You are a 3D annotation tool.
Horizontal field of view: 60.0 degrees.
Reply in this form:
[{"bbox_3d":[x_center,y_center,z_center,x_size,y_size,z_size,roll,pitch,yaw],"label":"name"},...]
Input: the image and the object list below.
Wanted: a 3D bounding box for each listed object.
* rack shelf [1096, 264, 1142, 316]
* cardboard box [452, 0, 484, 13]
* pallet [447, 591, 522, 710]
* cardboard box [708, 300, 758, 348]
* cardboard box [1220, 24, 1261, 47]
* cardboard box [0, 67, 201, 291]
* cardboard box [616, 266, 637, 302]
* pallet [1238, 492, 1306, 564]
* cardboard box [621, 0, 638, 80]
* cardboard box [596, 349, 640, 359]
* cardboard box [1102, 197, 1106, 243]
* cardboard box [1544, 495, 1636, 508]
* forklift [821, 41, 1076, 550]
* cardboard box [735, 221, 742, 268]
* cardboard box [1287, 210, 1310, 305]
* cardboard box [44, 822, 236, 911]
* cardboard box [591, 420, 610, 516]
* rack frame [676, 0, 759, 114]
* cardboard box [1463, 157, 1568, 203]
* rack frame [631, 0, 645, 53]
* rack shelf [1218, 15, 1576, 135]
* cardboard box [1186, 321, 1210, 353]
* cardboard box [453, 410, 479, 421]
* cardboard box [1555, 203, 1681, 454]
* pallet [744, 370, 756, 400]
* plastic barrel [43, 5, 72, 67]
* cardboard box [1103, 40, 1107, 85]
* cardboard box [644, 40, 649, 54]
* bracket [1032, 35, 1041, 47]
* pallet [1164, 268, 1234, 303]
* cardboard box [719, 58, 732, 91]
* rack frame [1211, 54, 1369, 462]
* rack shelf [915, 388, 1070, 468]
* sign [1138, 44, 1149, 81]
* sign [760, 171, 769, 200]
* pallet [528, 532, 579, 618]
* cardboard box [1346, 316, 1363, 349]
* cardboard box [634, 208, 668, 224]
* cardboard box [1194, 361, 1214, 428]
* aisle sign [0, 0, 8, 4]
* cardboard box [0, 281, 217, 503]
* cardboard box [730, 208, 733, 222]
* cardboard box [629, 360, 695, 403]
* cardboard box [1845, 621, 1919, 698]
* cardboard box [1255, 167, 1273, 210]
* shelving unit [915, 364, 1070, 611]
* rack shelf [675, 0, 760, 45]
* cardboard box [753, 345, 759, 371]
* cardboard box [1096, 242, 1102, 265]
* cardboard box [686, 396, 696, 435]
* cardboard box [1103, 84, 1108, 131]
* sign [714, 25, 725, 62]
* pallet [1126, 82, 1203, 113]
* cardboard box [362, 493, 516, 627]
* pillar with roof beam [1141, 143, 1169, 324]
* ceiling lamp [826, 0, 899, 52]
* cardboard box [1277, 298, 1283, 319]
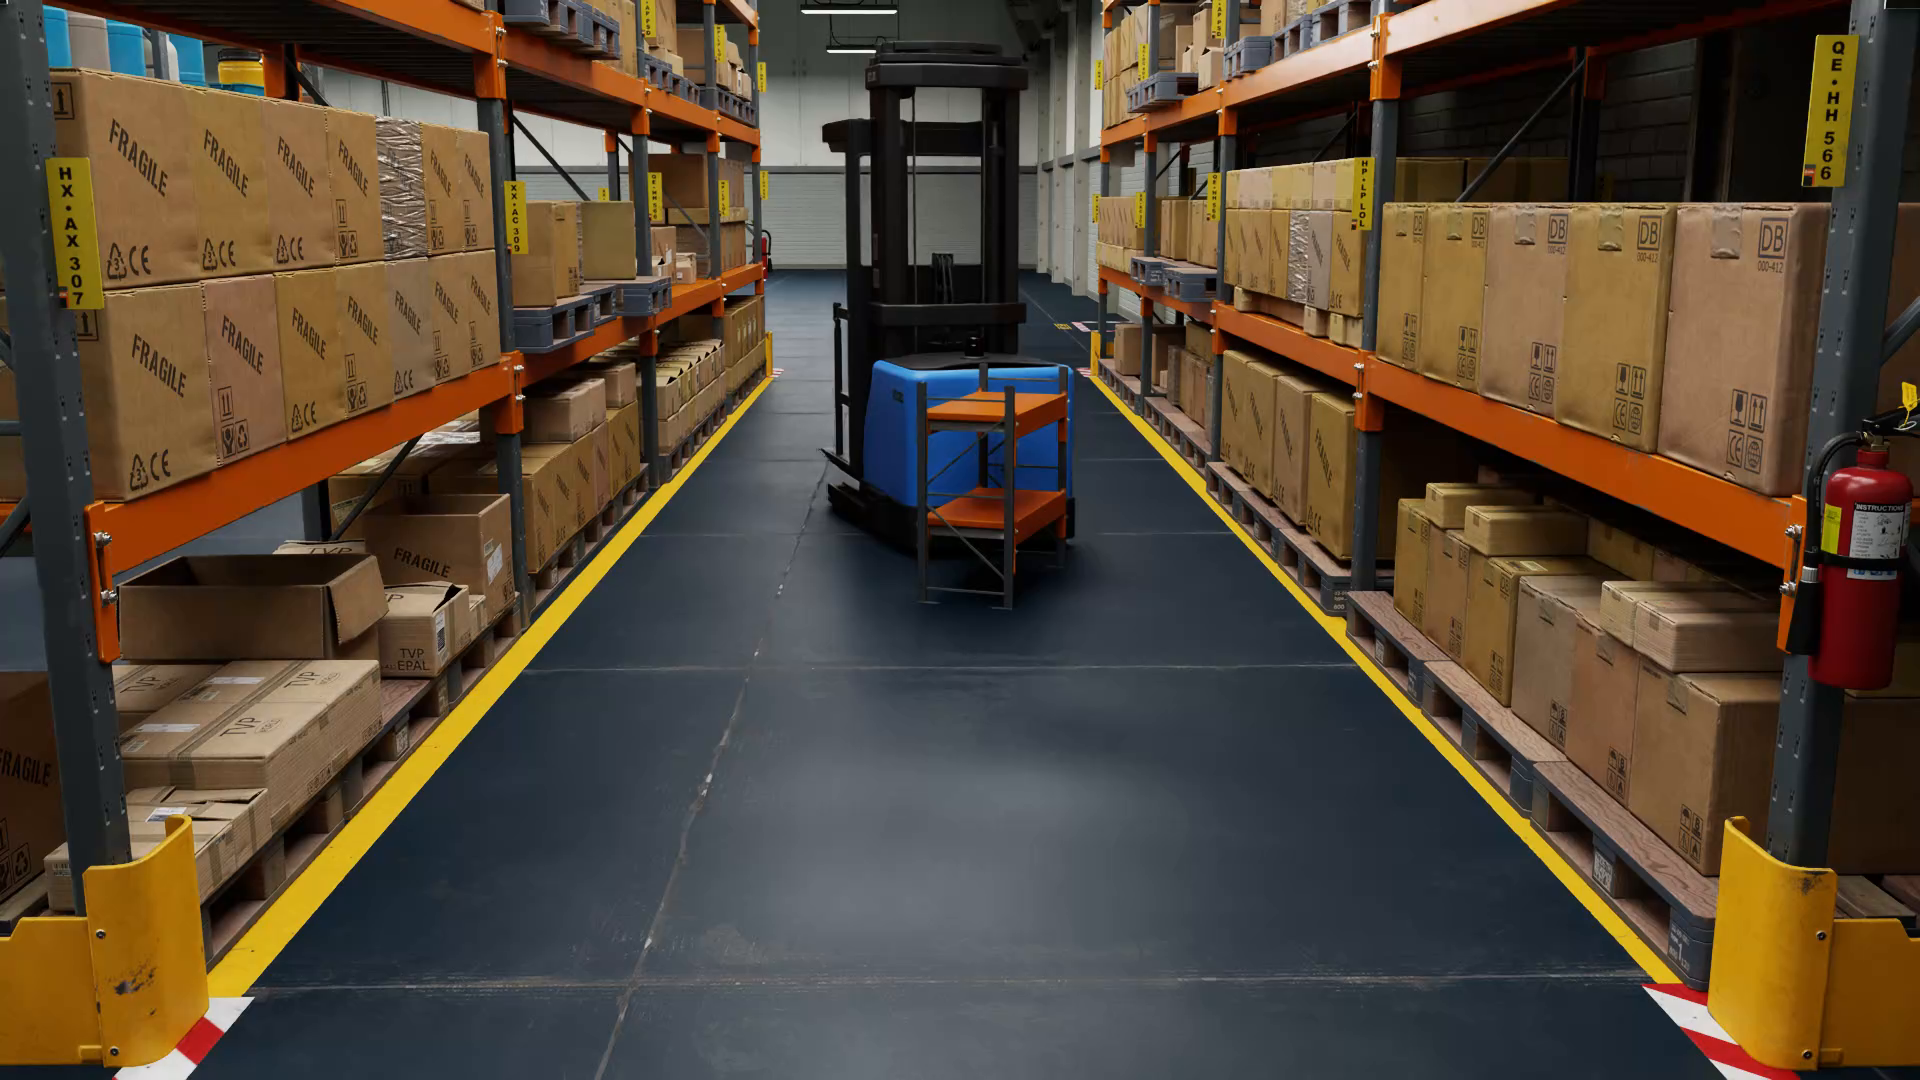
[{"bbox_3d":[2.182,-2.694,17.603,1.077,0.370,4.000,0,11,-1],"label":"rack shelf"},{"bbox_3d":[-2.288,-2.339,6.875,0.500,0.250,0.500,0,11,-1],"label":"cardboard box"},{"bbox_3d":[-2.551,0.466,7.234,1.003,0.211,1.213,0,11,-1],"label":"pallet"},{"bbox_3d":[-2.468,-2.345,18.046,0.500,0.500,0.500,0,11,-1],"label":"cardboard box"},{"bbox_3d":[2.372,-3.642,12.614,0.797,0.503,0.637,1,12,7],"label":"cardboard box"},{"bbox_3d":[-2.227,-0.871,4.041,0.500,0.500,0.500,0,11,1],"label":"cardboard box"},{"bbox_3d":[-2.611,-1.862,11.915,0.500,0.311,0.500,0,11,2],"label":"cardboard box"},{"bbox_3d":[2.269,-0.088,9.964,1.003,0.211,1.213,0,11,-1],"label":"pallet"},{"bbox_3d":[-2.604,-3.265,10.814,0.910,0.500,0.500,0,11,-1],"label":"cardboard box"},{"bbox_3d":[-2.953,-1.475,14.236,0.500,0.311,0.500,-1,11,-3],"label":"cardboard box"},{"bbox_3d":[1.850,-3.554,18.472,0.500,0.500,0.500,0,11,-1],"label":"cardboard box"},{"bbox_3d":[2.516,-0.081,6.513,0.380,0.149,0.250,-1,11,-3],"label":"cardboard box"},{"bbox_3d":[-0.248,-1.630,10.724,1.130,2.935,3.031,-4,12,-17],"label":"forklift"},{"bbox_3d":[-2.799,-3.275,18.405,0.700,0.500,0.500,0,11,0],"label":"cardboard box"},{"bbox_3d":[2.105,-1.555,9.131,0.500,0.500,0.500,0,11,-1],"label":"cardboard box"},{"bbox_3d":[-2.146,0.854,4.367,0.380,0.149,0.250,0,11,-1],"label":"cardboard box"},{"bbox_3d":[-2.365,-0.431,9.821,0.500,0.500,0.500,-1,11,-3],"label":"cardboard box"},{"bbox_3d":[-2.812,-6.363,18.791,1.000,3.000,0.127,0,11,-1],"label":"rack frame"},{"bbox_3d":[2.640,-1.723,8.074,0.500,0.250,0.500,0,11,1],"label":"cardboard box"},{"bbox_3d":[-2.647,-4.773,10.952,1.000,3.000,0.127,0,11,-1],"label":"rack frame"},{"bbox_3d":[2.347,-2.574,9.467,1.077,0.370,4.000,0,11,-1],"label":"rack shelf"},{"bbox_3d":[2.268,-1.773,14.550,0.500,0.250,0.500,0,11,-2],"label":"cardboard box"},{"bbox_3d":[-2.901,-0.528,10.298,0.500,0.500,0.500,0,11,-2],"label":"cardboard box"},{"bbox_3d":[2.424,-0.657,4.997,0.980,0.700,0.700,0,11,-2],"label":"cardboard box"},{"bbox_3d":[-2.732,-1.663,17.724,1.003,0.211,1.213,0,11,-1],"label":"pallet"},{"bbox_3d":[-7.427,-3.964,13.248,0.600,0.901,0.708,0,11,-1],"label":"plastic barrel"},{"bbox_3d":[1.906,-5.385,18.700,0.500,0.500,0.500,-1,12,-5],"label":"cardboard box"},{"bbox_3d":[-2.751,-3.850,13.269,0.500,0.250,0.500,-1,12,-6],"label":"cardboard box"},{"bbox_3d":[2.107,-13.380,44.325,0.076,0.066,4.783,0,11,-1],"label":"bracket"},{"bbox_3d":[2.185,-1.901,12.368,1.213,0.211,1.003,0,11,-1],"label":"pallet"},{"bbox_3d":[-2.487,-4.537,16.151,0.500,0.311,0.500,-1,12,-4],"label":"cardboard box"},{"bbox_3d":[2.306,-1.854,11.653,1.000,3.000,0.127,0,11,-1],"label":"rack frame"},{"bbox_3d":[0.187,-0.599,8.712,0.538,0.278,1.000,4,12,18],"label":"rack shelf"},{"bbox_3d":[1.681,-4.369,15.204,0.100,0.325,0.005,0,11,-1],"label":"sign"},{"bbox_3d":[-2.269,-4.106,19.246,0.100,0.325,0.005,0,11,-1],"label":"sign"},{"bbox_3d":[-2.619,0.167,8.703,1.003,0.211,1.213,0,11,-1],"label":"pallet"},{"bbox_3d":[2.099,-1.011,8.082,0.380,0.149,0.250,0,11,-1],"label":"cardboard box"},{"bbox_3d":[-2.949,-3.048,15.656,0.380,0.149,0.250,0,11,-1],"label":"cardboard box"},{"bbox_3d":[2.306,-1.189,13.555,0.700,0.500,0.500,0,11,-1],"label":"cardboard box"},{"bbox_3d":[-2.186,-1.504,3.391,0.394,0.787,0.004,0,11,-1],"label":"aisle sign"},{"bbox_3d":[-2.227,-0.381,4.141,0.500,0.500,0.500,0,11,0],"label":"cardboard box"},{"bbox_3d":[-2.579,-3.406,17.423,0.380,0.149,0.250,0,11,-2],"label":"cardboard box"},{"bbox_3d":[-2.391,-1.277,13.258,0.500,0.311,0.500,-1,11,-3],"label":"cardboard box"},{"bbox_3d":[2.559,0.323,4.522,0.380,0.149,0.250,0,11,-1],"label":"cardboard box"},{"bbox_3d":[2.084,-2.128,10.070,0.500,0.250,0.500,0,11,-1],"label":"cardboard box"},{"bbox_3d":[0.187,-0.313,8.770,0.538,1.125,1.048,4,12,18],"label":"shelving unit"},{"bbox_3d":[-2.771,-5.417,16.943,1.077,0.370,4.000,0,11,-1],"label":"rack shelf"},{"bbox_3d":[-2.471,-1.977,18.120,0.500,0.250,0.500,0,11,-1],"label":"cardboard box"},{"bbox_3d":[1.833,-3.282,19.020,0.500,0.250,0.500,-1,11,-3],"label":"cardboard box"},{"bbox_3d":[-2.392,-1.000,13.301,0.500,0.250,0.500,-1,11,-3],"label":"cardboard box"},{"bbox_3d":[1.898,-4.906,18.849,0.500,0.500,0.500,0,11,0],"label":"cardboard box"},{"bbox_3d":[-2.187,-4.510,15.108,0.100,0.325,0.005,0,11,-1],"label":"sign"},{"bbox_3d":[2.129,-3.904,14.686,1.213,0.211,1.003,0,11,-1],"label":"pallet"},{"bbox_3d":[-2.269,0.084,7.282,0.500,0.500,0.500,0,11,-1],"label":"cardboard box"},{"bbox_3d":[-1.408,-7.424,24.018,9.100,9.000,0.400,0,11,-1],"label":"pillar with roof beam"},{"bbox_3d":[-2.480,-14.284,43.155,2.000,3.185,0.800,0,11,-1],"label":"ceiling lamp"},{"bbox_3d":[2.136,-1.419,10.088,0.380,0.149,0.250,0,11,0],"label":"cardboard box"}]
